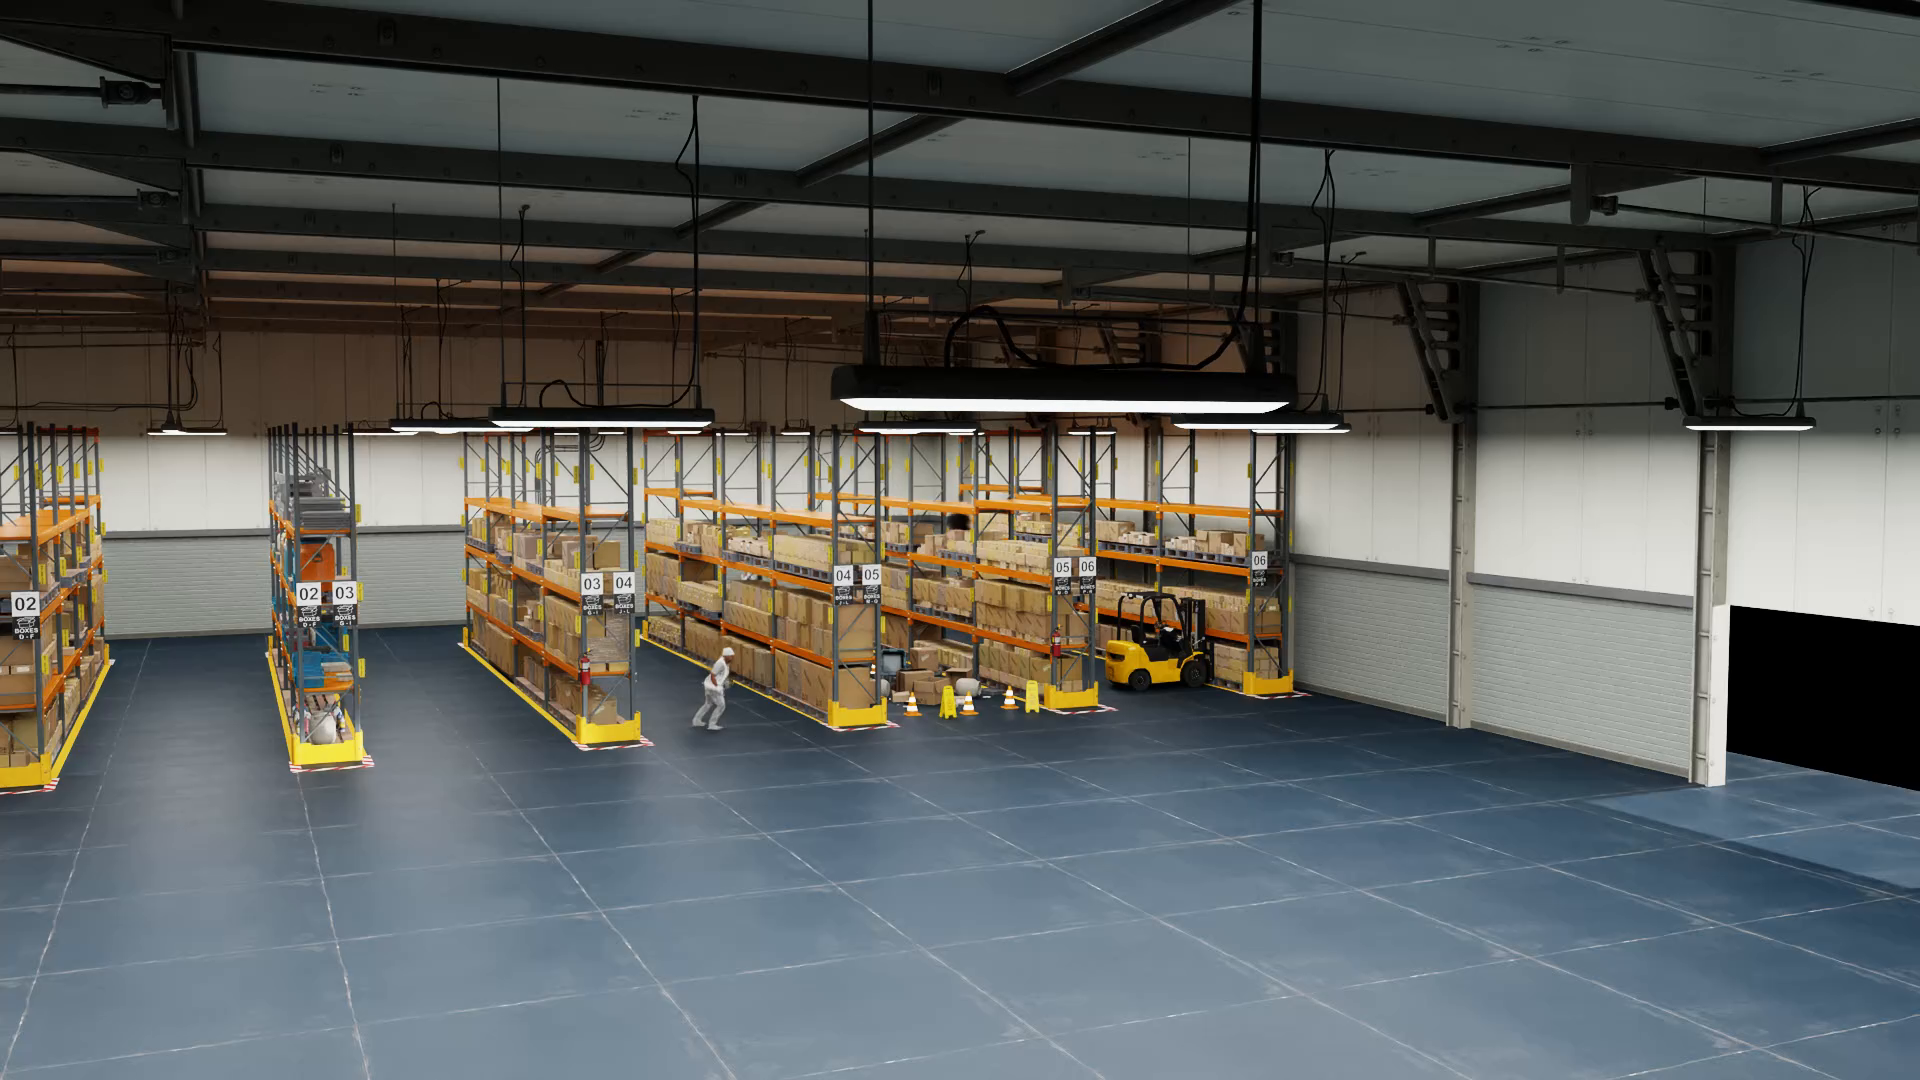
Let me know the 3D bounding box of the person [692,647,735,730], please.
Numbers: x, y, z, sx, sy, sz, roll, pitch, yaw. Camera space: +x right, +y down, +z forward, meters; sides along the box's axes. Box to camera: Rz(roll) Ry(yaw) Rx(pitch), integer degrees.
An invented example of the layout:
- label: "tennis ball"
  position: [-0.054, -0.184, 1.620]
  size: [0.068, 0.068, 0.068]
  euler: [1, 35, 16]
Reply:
- label: "person"
  position: [-4.838, 2.914, 32.694]
  size: [0.866, 1.637, 0.716]
  euler: [-1, 4, -8]

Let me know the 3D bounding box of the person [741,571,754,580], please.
- label: "person"
  position: [-6.690, 1.652, 52.090]
  size: [0.643, 1.801, 0.711]
  euler: [3, 5, 42]
